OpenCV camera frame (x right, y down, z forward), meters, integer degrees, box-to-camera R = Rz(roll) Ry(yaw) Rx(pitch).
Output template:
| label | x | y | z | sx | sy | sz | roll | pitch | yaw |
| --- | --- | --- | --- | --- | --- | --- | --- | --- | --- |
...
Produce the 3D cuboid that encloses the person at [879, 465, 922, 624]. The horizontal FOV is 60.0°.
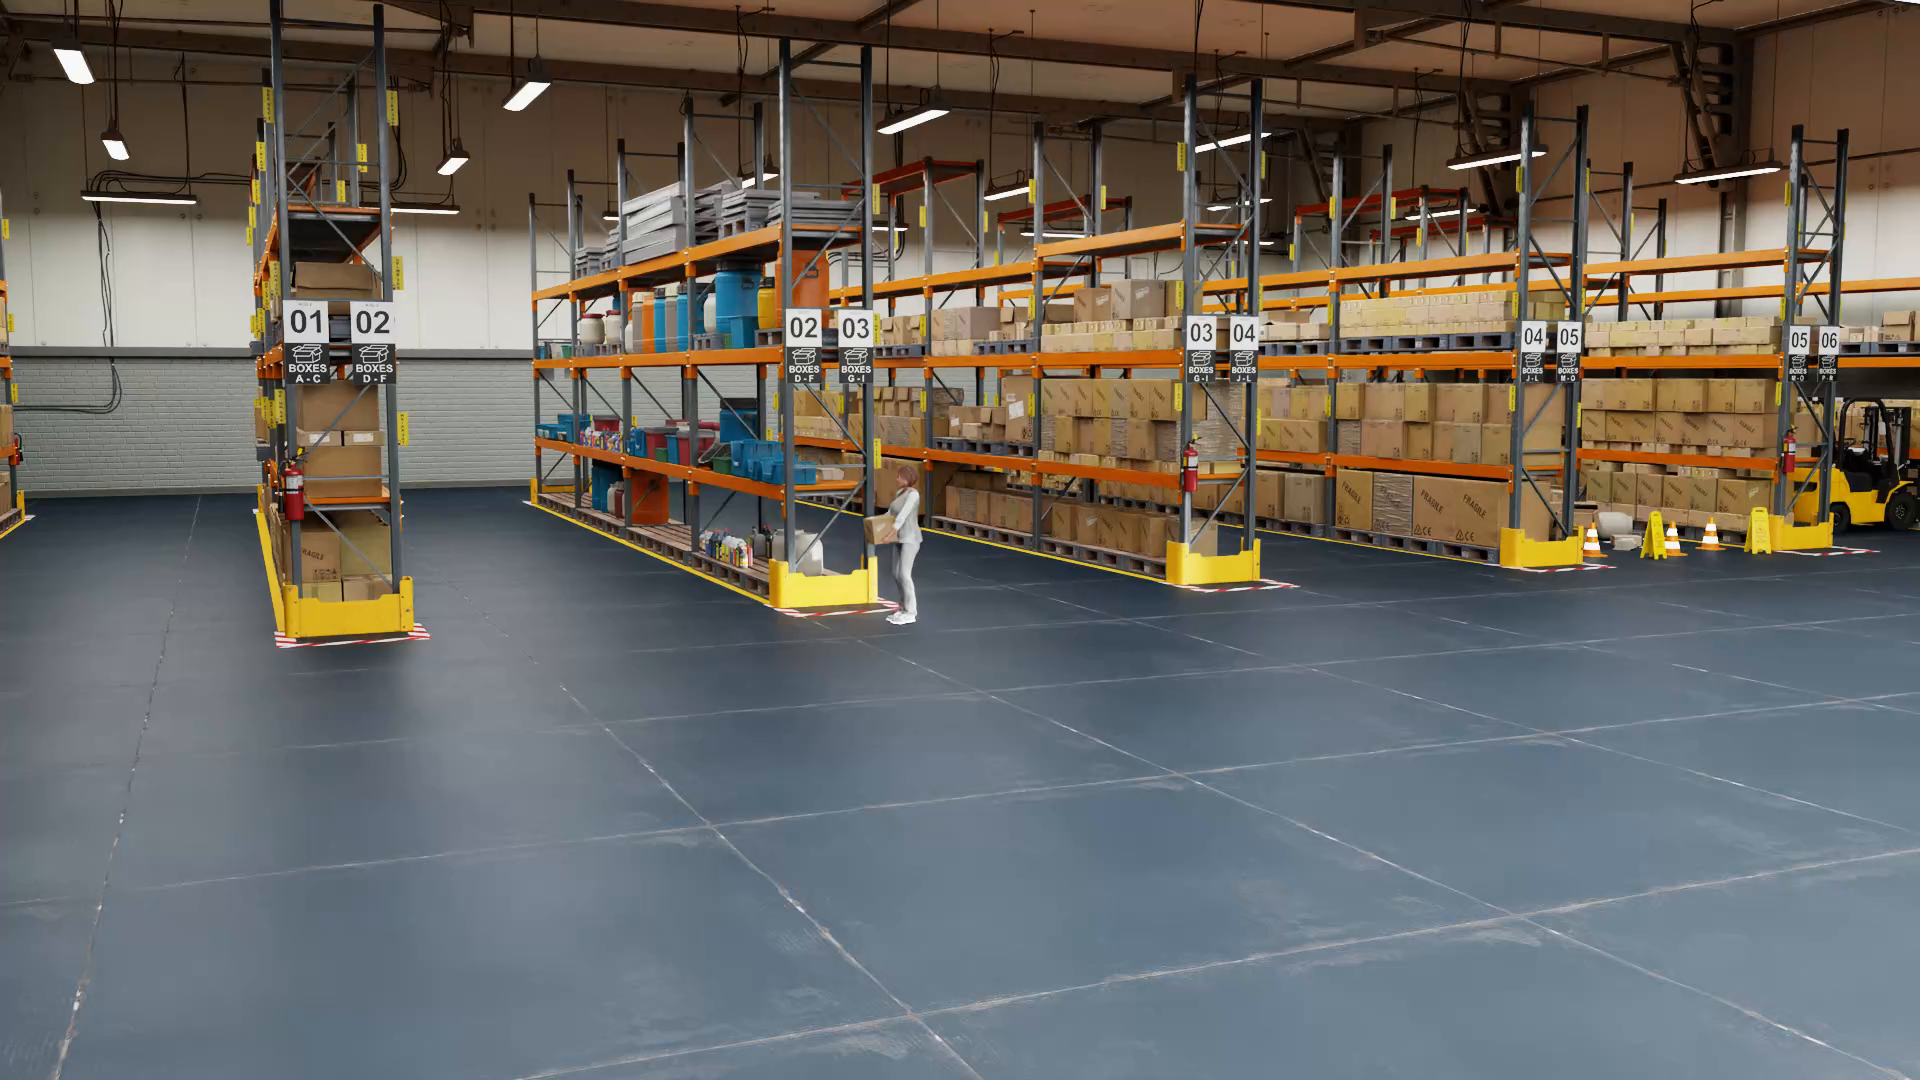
| label | x | y | z | sx | sy | sz | roll | pitch | yaw |
| --- | --- | --- | --- | --- | --- | --- | --- | --- | --- |
| person | -0.628 | 0.046 | 16.765 | 0.494 | 1.599 | 0.383 | -3 | 6 | -24 |
